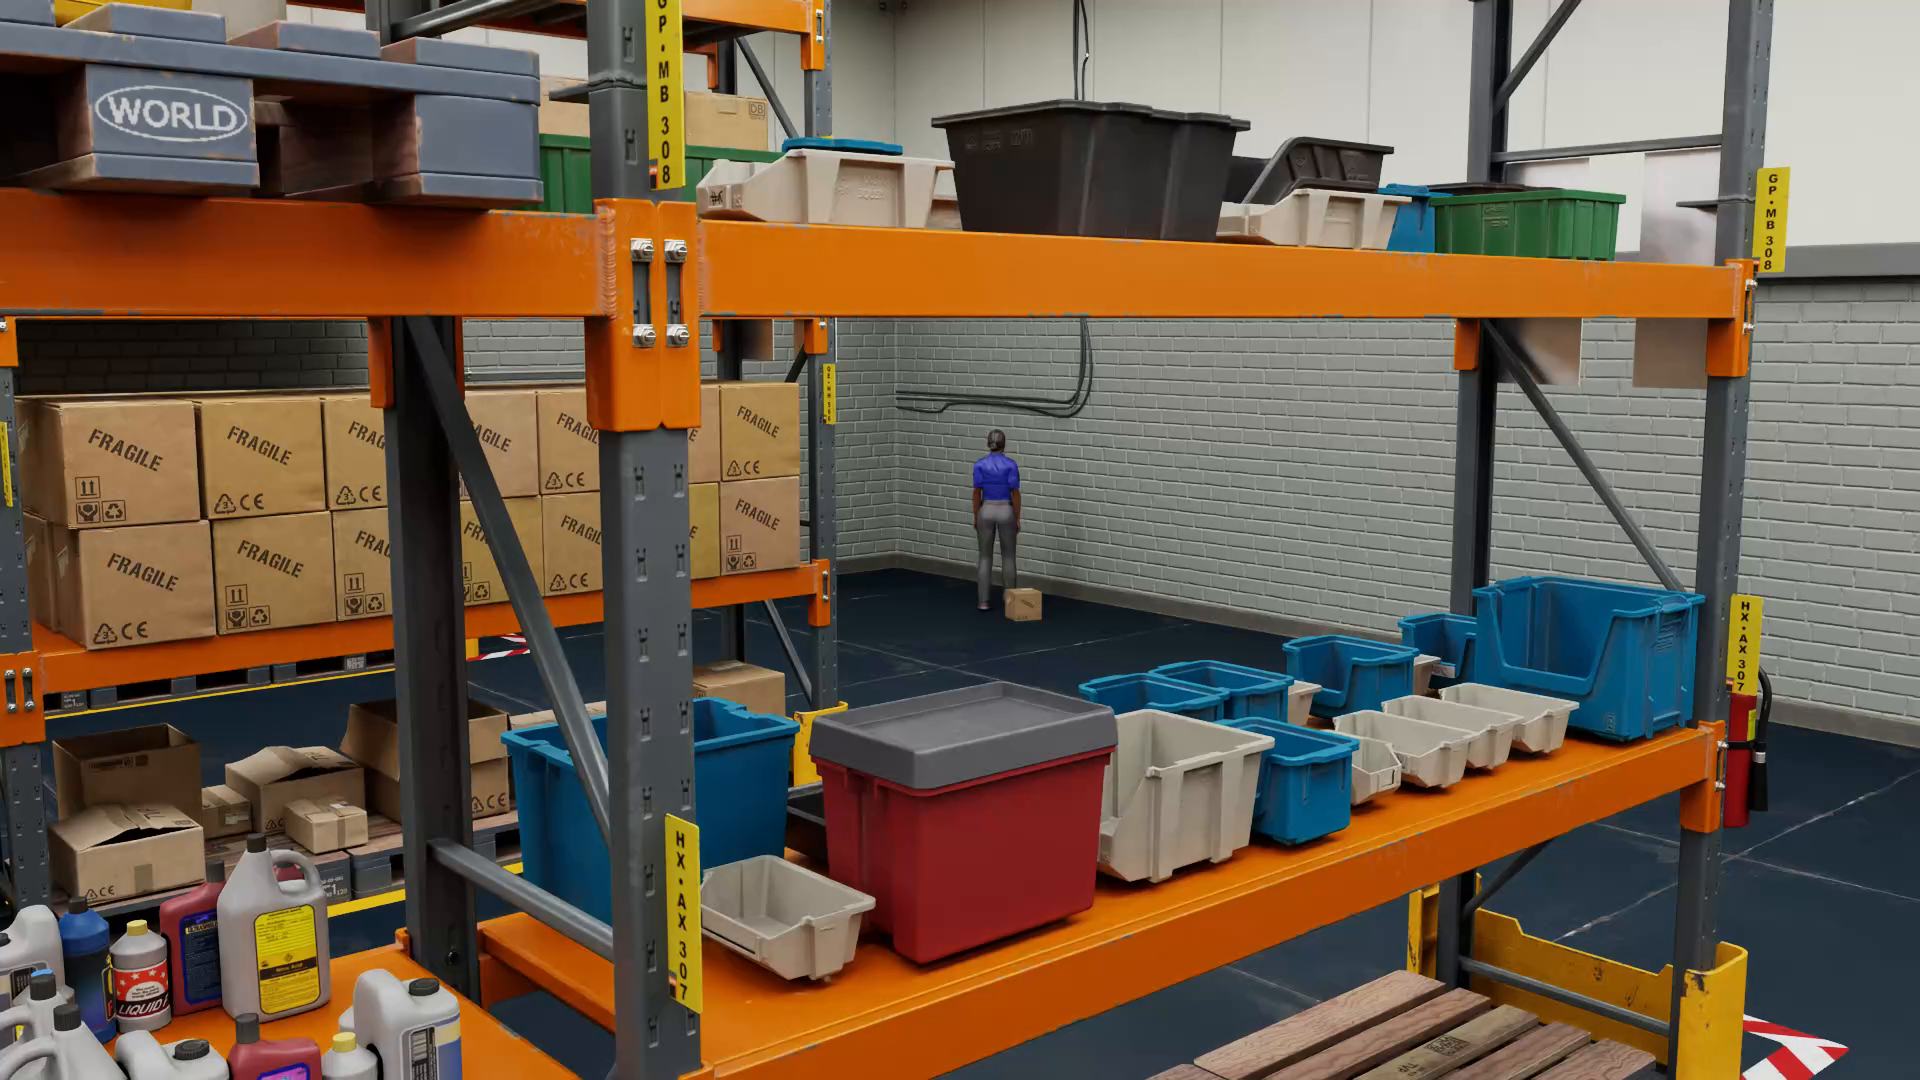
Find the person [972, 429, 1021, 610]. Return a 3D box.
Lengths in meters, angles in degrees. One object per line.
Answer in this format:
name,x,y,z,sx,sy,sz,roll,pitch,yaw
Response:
person,0.341,-0.185,15.204,0.443,1.665,0.356,1,8,7
